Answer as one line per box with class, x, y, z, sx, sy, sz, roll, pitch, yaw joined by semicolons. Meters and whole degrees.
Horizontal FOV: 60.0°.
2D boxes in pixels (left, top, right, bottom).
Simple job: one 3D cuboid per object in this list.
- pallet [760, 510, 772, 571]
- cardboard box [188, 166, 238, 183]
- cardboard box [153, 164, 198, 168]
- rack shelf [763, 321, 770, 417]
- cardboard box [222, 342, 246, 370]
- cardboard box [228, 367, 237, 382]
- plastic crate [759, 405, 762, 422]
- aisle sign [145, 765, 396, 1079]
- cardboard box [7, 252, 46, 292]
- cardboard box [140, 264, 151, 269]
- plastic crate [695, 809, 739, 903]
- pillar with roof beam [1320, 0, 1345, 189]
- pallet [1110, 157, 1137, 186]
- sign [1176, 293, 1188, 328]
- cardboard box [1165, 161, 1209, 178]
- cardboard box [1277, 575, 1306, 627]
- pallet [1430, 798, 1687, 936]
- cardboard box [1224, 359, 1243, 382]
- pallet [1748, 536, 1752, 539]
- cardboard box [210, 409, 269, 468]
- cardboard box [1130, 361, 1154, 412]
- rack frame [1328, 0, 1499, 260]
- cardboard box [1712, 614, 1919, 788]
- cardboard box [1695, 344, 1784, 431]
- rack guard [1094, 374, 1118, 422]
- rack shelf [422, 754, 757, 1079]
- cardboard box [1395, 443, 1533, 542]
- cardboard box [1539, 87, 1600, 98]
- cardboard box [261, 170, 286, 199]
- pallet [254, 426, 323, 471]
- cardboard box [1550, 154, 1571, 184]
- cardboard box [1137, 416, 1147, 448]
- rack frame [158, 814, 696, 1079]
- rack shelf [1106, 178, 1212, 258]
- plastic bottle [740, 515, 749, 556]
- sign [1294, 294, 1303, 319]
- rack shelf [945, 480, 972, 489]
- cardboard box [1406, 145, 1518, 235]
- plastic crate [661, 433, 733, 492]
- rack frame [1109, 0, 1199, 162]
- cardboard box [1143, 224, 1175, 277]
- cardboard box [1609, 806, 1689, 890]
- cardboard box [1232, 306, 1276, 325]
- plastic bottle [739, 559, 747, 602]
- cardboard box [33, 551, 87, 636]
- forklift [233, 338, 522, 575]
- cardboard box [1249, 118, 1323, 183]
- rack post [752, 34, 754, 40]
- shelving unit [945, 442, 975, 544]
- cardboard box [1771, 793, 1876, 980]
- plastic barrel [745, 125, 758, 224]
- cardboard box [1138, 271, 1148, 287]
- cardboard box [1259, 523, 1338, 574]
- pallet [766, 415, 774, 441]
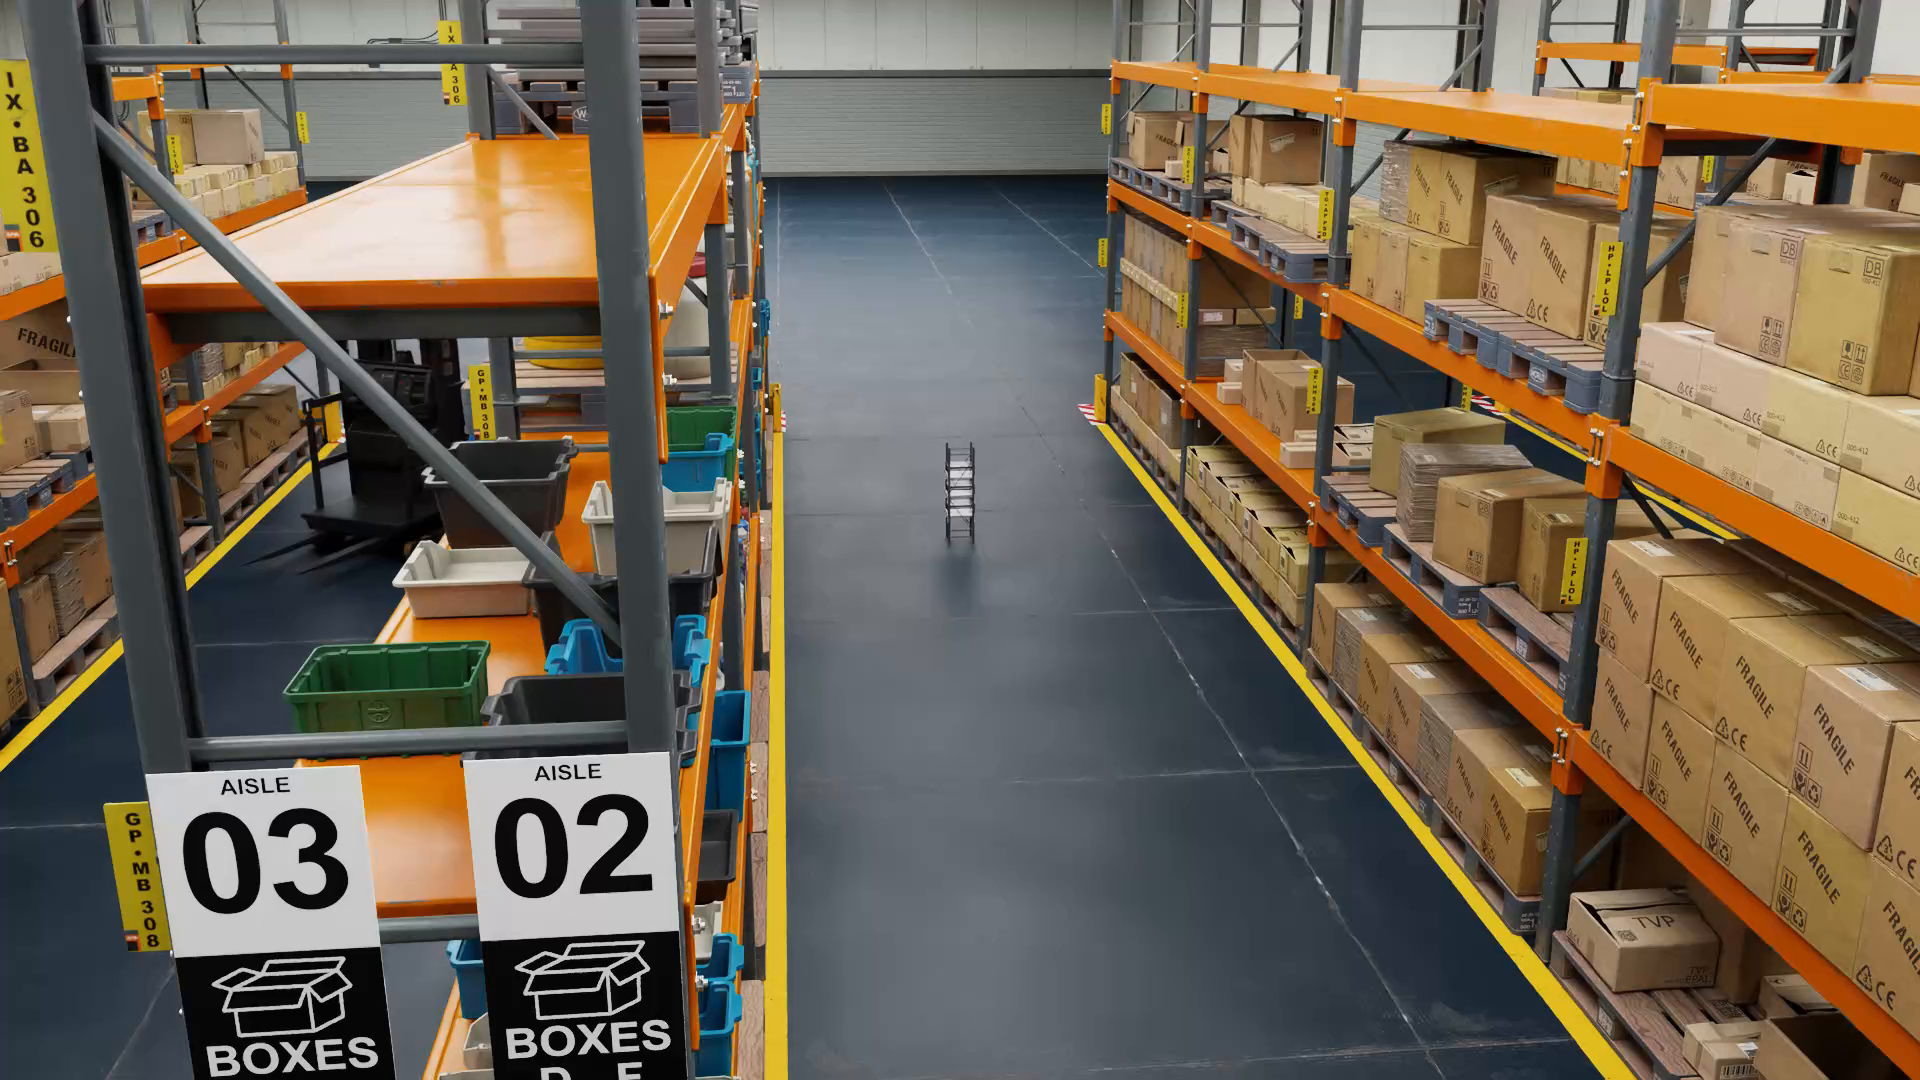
pallet;-2.187;0.014;14.852;1.003;0.211;1.213;-2;18;-6
cardboard box;-7.193;-3.515;16.015;0.380;0.149;0.250;-1;17;-4
cardboard box;-7.675;-3.587;16.244;0.380;0.149;0.250;-2;18;-6
rack shelf;-2.513;-1.801;17.181;1.077;0.370;4.000;-2;18;-6
cardboard box;-7.235;-1.871;15.540;0.875;0.500;0.500;-2;18;-6
cardboard box;-7.058;-1.572;15.669;0.380;0.149;0.250;-2;18;-6
plastic crate;-1.847;-0.938;13.582;0.450;0.188;0.662;-2;18;-6
aisle sign;-1.353;0.817;3.301;0.394;0.787;0.004;-2;18;-6
cardboard box;-6.669;-1.864;11.423;0.500;0.250;0.500;-1;17;-4
cardboard box;-7.554;-2.188;14.879;0.500;0.500;0.500;-2;18;-6
plastic crate;-1.099;1.263;6.580;0.437;0.125;0.590;-2;18;-6
pillar with roof beam;2.547;-9.169;29.433;9.100;9.000;0.400;-2;18;-6
pallet;2.255;-4.070;18.346;1.003;0.211;1.213;-2;18;-6
sign;2.068;-2.134;15.462;0.100;0.325;0.005;-2;18;-6
cardboard box;2.224;-3.630;16.282;0.380;0.149;0.250;-2;18;-6
cardboard box;2.736;0.453;12.688;0.500;0.250;0.500;-1;17;-4
pallet;3.324;1.772;9.253;1.003;0.211;1.213;-2;18;-6
cardboard box;2.714;-1.484;15.219;0.500;0.250;0.500;-1;17;-2
pallet;7.758;0.072;14.669;1.003;0.211;1.213;-2;18;-6
cardboard box;-7.457;-1.045;17.041;0.500;0.500;0.500;0;17;0
cardboard box;2.160;-1.675;18.214;0.500;0.500;0.500;-2;18;-6
rack frame;3.033;-3.371;10.965;1.000;3.000;0.127;-2;18;-6
cardboard box;3.320;0.614;6.450;0.500;0.500;0.500;-2;18;-7
cardboard box;3.302;-0.614;6.605;0.500;0.250;0.500;-2;18;-6
rack guard;2.205;-1.707;19.853;1.175;0.500;0.348;-2;18;-6
rack shelf;-1.276;1.774;5.793;1.077;0.370;4.000;-2;18;-6
cardboard box;3.114;-0.294;10.312;0.700;0.500;0.500;1;17;5
cardboard box;6.933;-4.890;18.940;0.500;0.500;0.500;-3;18;-10
cardboard box;-7.289;-3.663;17.151;0.500;0.250;0.500;-2;18;-5
pallet;-7.590;-0.991;18.055;1.003;0.211;1.213;-2;18;-6
cardboard box;6.940;-4.266;18.624;0.500;0.500;0.500;-1;17;-2
cardboard box;2.195;-1.167;17.850;0.500;0.250;0.500;-2;18;-6
rack frame;-1.069;2.026;3.787;1.000;3.000;0.127;-2;18;-6
rack shelf;2.414;-3.384;17.216;1.077;0.370;4.000;-2;18;-6
plastic bottle;-1.391;-0.027;10.542;0.097;0.271;0.097;0;17;0
sign;3.159;-2.235;15.560;0.100;0.325;0.005;-2;18;-6
rack shelf;0.001;-0.481;15.091;0.258;0.077;0.200;-2;18;-6
cardboard box;3.124;-2.183;10.351;0.500;0.500;0.500;-2;18;-6
plastic crate;-1.071;-0.255;6.327;0.416;0.233;0.300;-2;18;-6
rack frame;2.208;-5.755;18.557;1.000;3.000;0.127;-2;18;-6
cardboard box;2.361;-3.097;17.775;0.700;0.500;0.500;-2;18;-5
cardboard box;3.638;1.514;8.859;0.500;0.500;0.500;-3;18;-8
cardboard box;2.785;-2.144;15.821;0.380;0.149;0.250;-2;18;-6
plastic bottle;-1.278;0.241;9.668;0.061;0.283;0.133;-2;18;-6
cardboard box;-6.980;0.415;12.360;0.700;0.500;0.500;-3;18;-10
forklift;-5.199;-1.363;14.698;1.130;2.935;3.031;7;19;20
cardboard box;2.726;-3.264;13.930;0.500;0.500;0.500;0;17;0
rack post;-2.489;-4.990;16.248;0.937;0.300;0.954;-2;18;-7
shelving unit;0.001;-0.427;15.108;0.258;0.900;0.210;-2;18;-6
cardboard box;3.386;1.248;6.099;0.500;0.500;0.500;-2;18;-6
plastic barrel;-2.039;-3.074;14.190;0.600;0.901;0.708;-2;18;-6
cardboard box;2.142;-2.819;17.970;0.380;0.149;0.250;-2;18;-7
cardboard box;2.674;0.032;13.094;0.500;0.311;0.500;-2;18;-6
pallet;-2.587;-1.147;18.550;1.003;0.211;1.213;-2;18;-6
